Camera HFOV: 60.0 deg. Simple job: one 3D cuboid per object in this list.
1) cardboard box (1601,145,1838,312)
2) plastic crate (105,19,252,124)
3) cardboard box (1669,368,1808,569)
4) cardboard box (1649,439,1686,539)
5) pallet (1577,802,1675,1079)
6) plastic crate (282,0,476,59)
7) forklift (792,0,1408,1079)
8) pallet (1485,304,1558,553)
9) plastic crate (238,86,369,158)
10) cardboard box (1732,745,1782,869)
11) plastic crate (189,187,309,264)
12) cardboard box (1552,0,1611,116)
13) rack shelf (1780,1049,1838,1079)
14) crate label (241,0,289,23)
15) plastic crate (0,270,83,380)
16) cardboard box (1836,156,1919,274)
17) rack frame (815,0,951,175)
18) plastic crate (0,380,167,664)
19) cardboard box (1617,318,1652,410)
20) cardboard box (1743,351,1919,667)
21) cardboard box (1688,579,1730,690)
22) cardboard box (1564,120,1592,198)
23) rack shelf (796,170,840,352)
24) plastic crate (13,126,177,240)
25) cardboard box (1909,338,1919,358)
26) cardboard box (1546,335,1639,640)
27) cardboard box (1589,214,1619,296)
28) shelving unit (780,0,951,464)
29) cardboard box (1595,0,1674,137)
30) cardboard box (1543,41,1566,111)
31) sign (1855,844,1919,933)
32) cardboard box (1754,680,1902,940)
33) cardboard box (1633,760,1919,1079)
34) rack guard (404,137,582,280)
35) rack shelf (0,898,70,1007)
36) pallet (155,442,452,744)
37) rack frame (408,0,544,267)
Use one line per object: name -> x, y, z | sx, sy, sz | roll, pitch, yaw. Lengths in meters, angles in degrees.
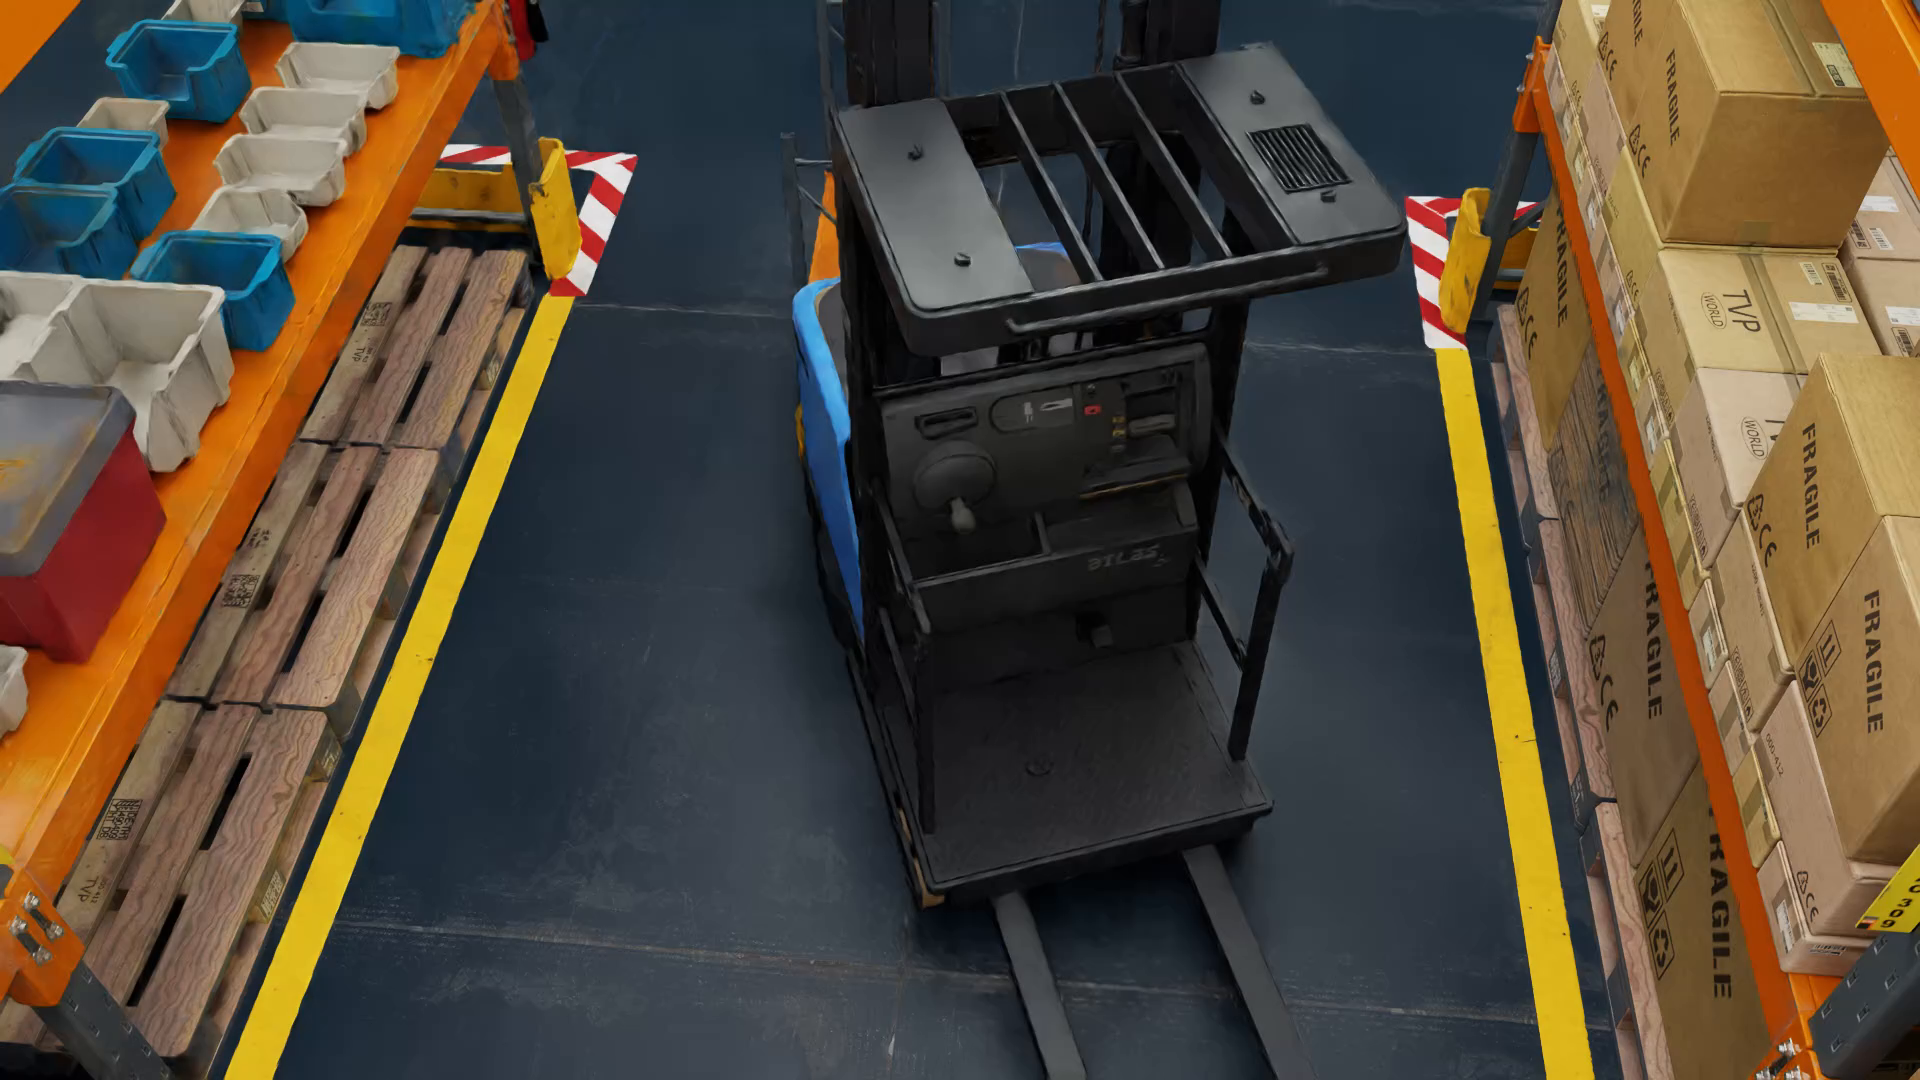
cardboard box -> 2.249, -0.925, 4.963 | 0.500, 0.250, 0.500 | 2, 48, 2
plastic crate -> -2.691, -1.615, 5.767 | 0.416, 0.233, 0.300 | 4, 48, 4
cardboard box -> 2.157, -0.169, 4.272 | 0.500, 0.250, 0.500 | 5, 48, 4
cardboard box -> 2.105, -0.128, 4.504 | 0.380, 0.149, 0.250 | 3, 48, 3
pallet -> 2.434, 1.366, 4.858 | 1.003, 0.211, 1.213 | 4, 48, 4
plastic crate -> -2.125, -2.068, 6.044 | 0.616, 0.435, 0.499 | 4, 48, 4
forklift -> 0.306, -0.173, 4.422 | 1.130, 2.935, 3.031 | -12, 49, -10
pallet -> 2.657, -0.427, 6.498 | 1.003, 0.211, 1.213 | 4, 48, 4
plastic crate -> -2.216, -1.402, 5.638 | 0.396, 0.136, 0.243 | 4, 48, 4
cardboard box -> 2.012, 0.627, 3.814 | 0.380, 0.149, 0.250 | 5, 48, 4
plastic crate -> -2.225, -0.977, 5.249 | 0.298, 0.136, 0.250 | 4, 48, 4
cardboard box -> 2.339, -1.677, 5.651 | 0.500, 0.250, 0.500 | 3, 48, 2
rack shelf -> 2.105, 2.690, 2.244 | 1.077, 0.370, 4.000 | 4, 48, 4
crate label -> -2.631, -2.099, 6.210 | 0.416, 0.233, 0.303 | 4, 48, 4
plastic crate -> -2.786, -0.586, 4.891 | 0.293, 0.136, 0.466 | 4, 48, 4
cardboard box -> 2.779, -0.891, 4.932 | 0.500, 0.250, 0.500 | 2, 48, 2
rack frame -> -0.286, -1.556, 6.657 | 0.500, 1.500, 0.032 | 2, 48, 2
plastic crate -> -2.314, -0.036, 4.166 | 0.402, 0.464, 0.583 | 4, 48, 4
cardboard box -> 2.152, -0.508, 4.852 | 0.380, 0.149, 0.250 | 3, 48, 3
cardboard box -> 2.113, -0.049, 3.654 | 0.500, 0.500, 0.500 | 4, 48, 4
cardboard box -> 2.059, 0.250, 4.159 | 0.380, 0.149, 0.250 | 5, 48, 4
cardboard box -> 2.246, -1.261, 5.541 | 0.380, 0.149, 0.250 | 3, 48, 3
rack shelf -> -0.311, -1.060, 6.447 | 0.538, 0.185, 1.000 | 2, 48, 2
plastic crate -> -2.751, -1.131, 5.325 | 0.416, 0.233, 0.300 | 4, 48, 4
cardboard box -> 2.681, -0.404, 3.978 | 0.500, 0.500, 0.500 | 3, 48, 2
cardboard box -> 2.590, -0.242, 5.594 | 0.875, 0.875, 0.875 | 4, 48, 4
cardboard box -> 2.199, -0.883, 5.195 | 0.380, 0.149, 0.250 | 3, 48, 3
shelving unit -> -0.310, -1.188, 6.320 | 0.587, 1.500, 1.083 | 2, 48, 2
cardboard box -> 2.293, -1.562, 5.038 | 0.500, 0.500, 0.500 | 3, 48, 3
cardboard box -> 2.291, -1.638, 5.886 | 0.380, 0.149, 0.250 | 4, 48, 4
sign -> 1.734, 0.623, 3.007 | 0.100, 0.325, 0.005 | 4, 48, 4
cardboard box -> 2.066, 0.586, 3.581 | 0.500, 0.250, 0.500 | 3, 48, 3
cardboard box -> 2.427, 1.074, 4.391 | 0.875, 0.875, 0.875 | 4, 48, 4
rack guard -> -2.291, -1.469, 7.255 | 1.175, 0.500, 0.348 | 4, 48, 4
rack shelf -> -2.828, 2.357, 2.549 | 1.077, 0.370, 4.000 | 4, 48, 4
pallet -> -2.508, 0.144, 5.975 | 1.003, 0.211, 1.213 | 4, 48, 4
rack frame -> -2.281, -2.295, 6.316 | 1.000, 3.000, 0.127 | 4, 48, 4
